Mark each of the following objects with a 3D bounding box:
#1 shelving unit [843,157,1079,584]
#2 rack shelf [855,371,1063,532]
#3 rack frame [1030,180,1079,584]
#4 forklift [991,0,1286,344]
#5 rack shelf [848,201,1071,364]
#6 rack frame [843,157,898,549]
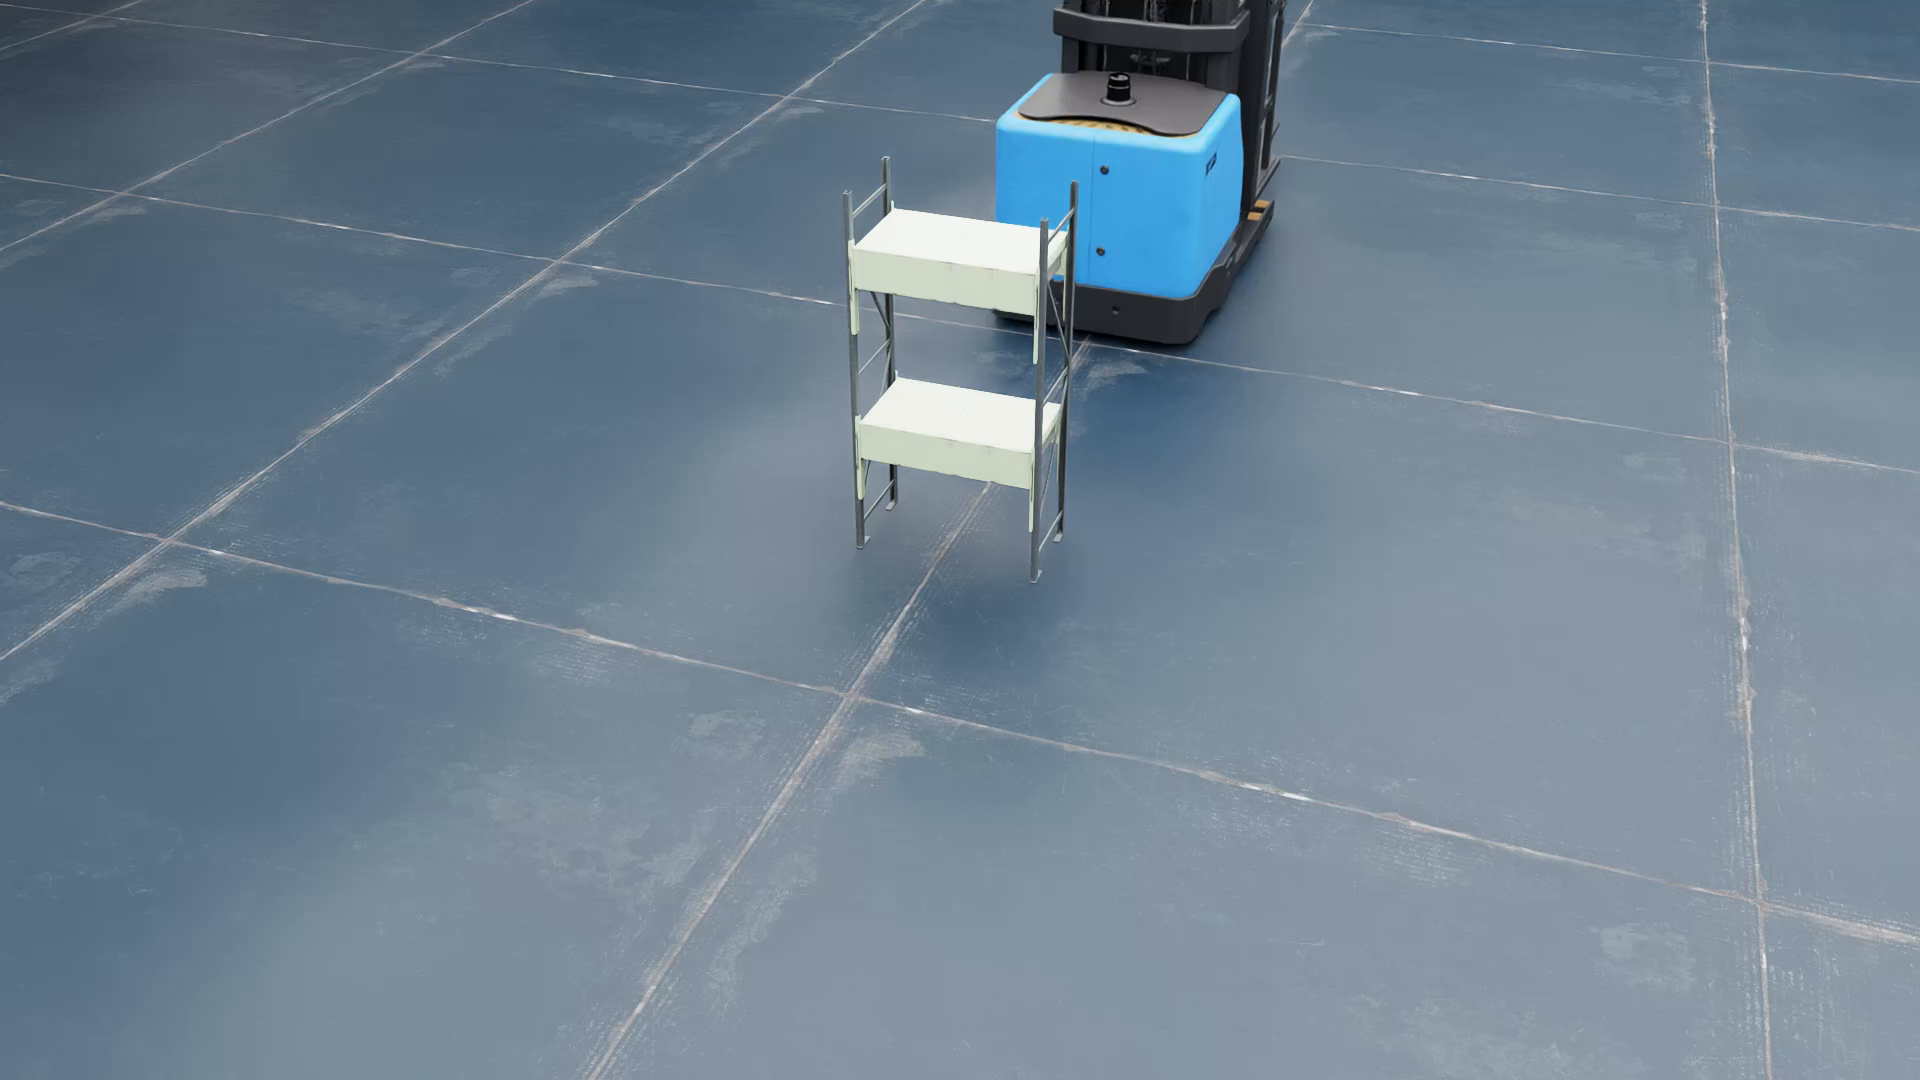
[{"bbox_3d":[0.006,-0.629,6.341,0.755,1.500,0.431,11,34,16],"label":"shelving unit"},{"bbox_3d":[0.006,-0.355,6.518,0.720,0.370,0.431,11,34,16],"label":"rack shelf"},{"bbox_3d":[0.351,-0.562,6.238,0.023,1.500,0.400,11,34,16],"label":"rack frame"},{"bbox_3d":[1.152,-2.974,8.655,1.130,2.935,3.031,12,35,17],"label":"forklift"},{"bbox_3d":[0.006,-0.957,6.130,0.720,0.370,0.431,11,34,16],"label":"rack shelf"},{"bbox_3d":[-0.338,-0.696,6.445,0.023,1.500,0.400,11,34,16],"label":"rack frame"}]
